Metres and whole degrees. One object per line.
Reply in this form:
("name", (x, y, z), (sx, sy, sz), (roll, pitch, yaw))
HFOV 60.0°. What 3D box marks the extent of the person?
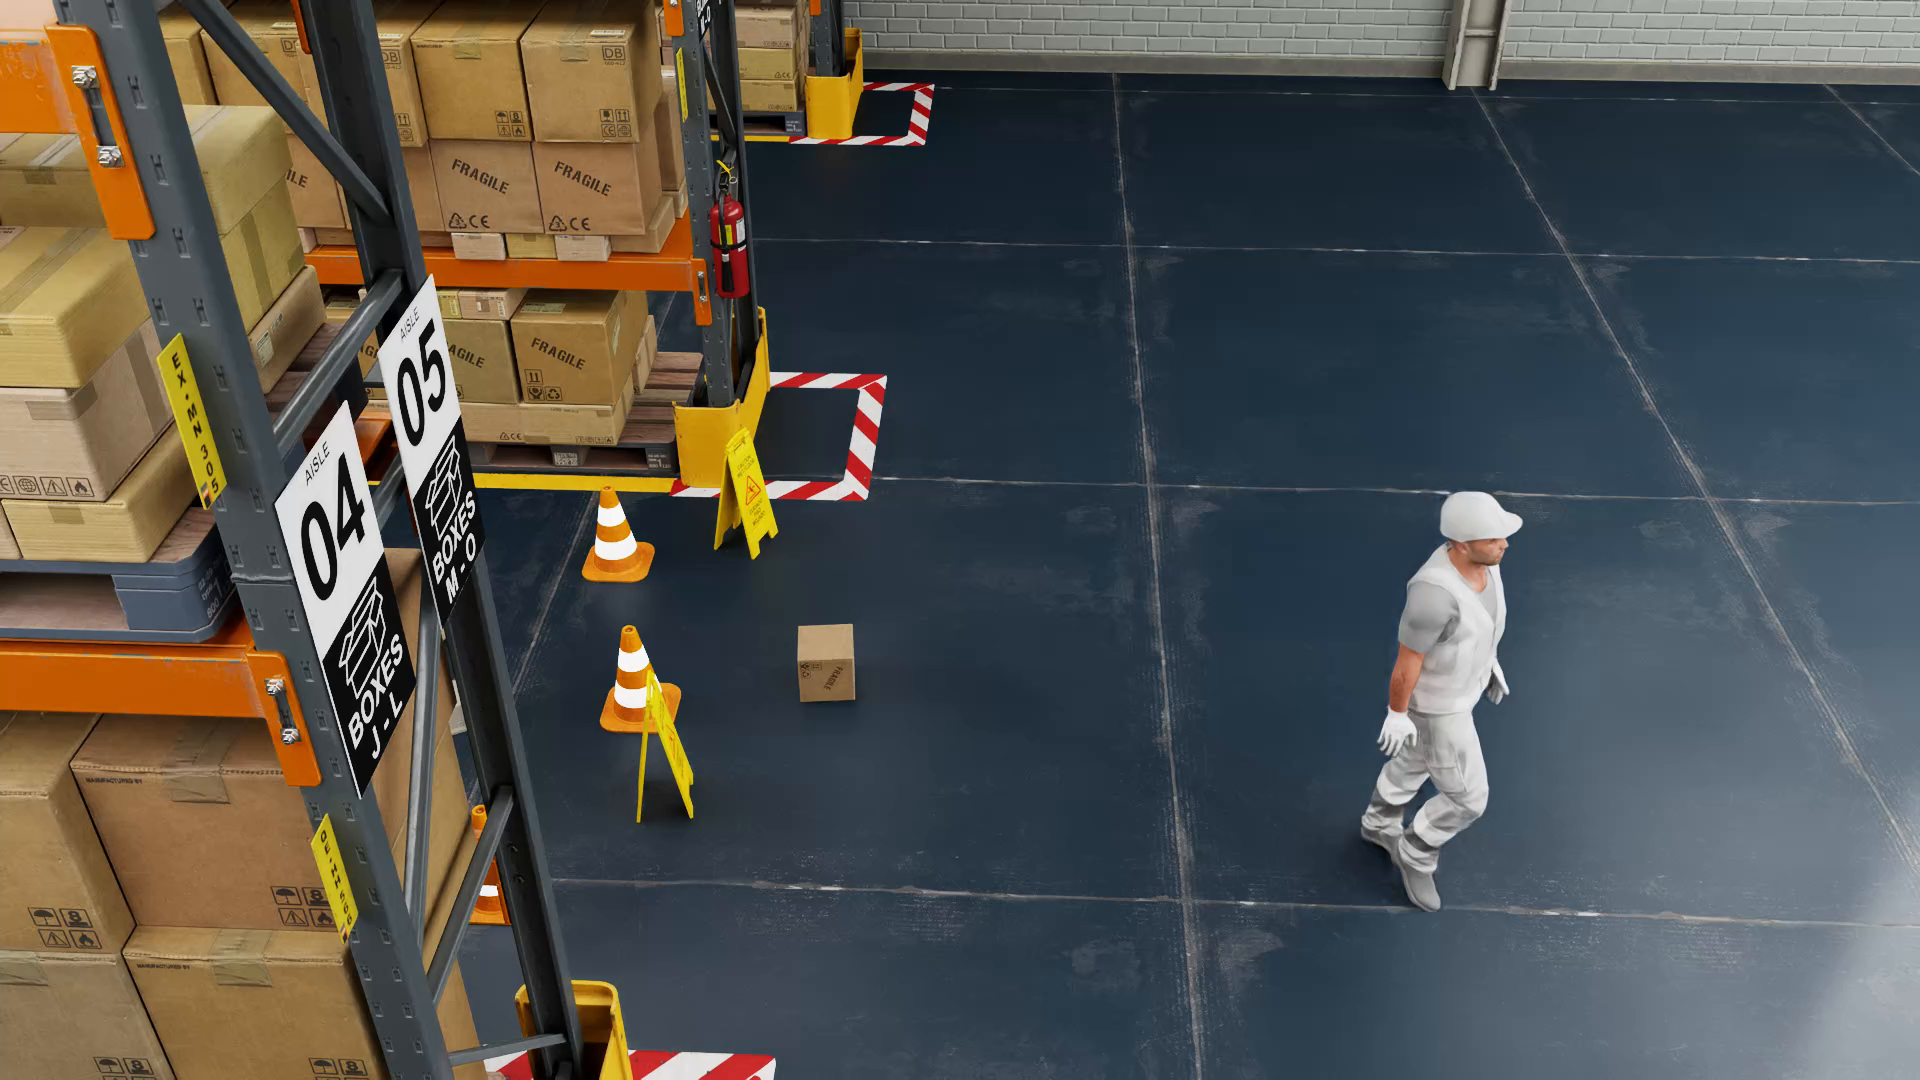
("person", (1.840, 0.599, 6.247), (0.504, 1.827, 0.586), (22, 41, 28))
